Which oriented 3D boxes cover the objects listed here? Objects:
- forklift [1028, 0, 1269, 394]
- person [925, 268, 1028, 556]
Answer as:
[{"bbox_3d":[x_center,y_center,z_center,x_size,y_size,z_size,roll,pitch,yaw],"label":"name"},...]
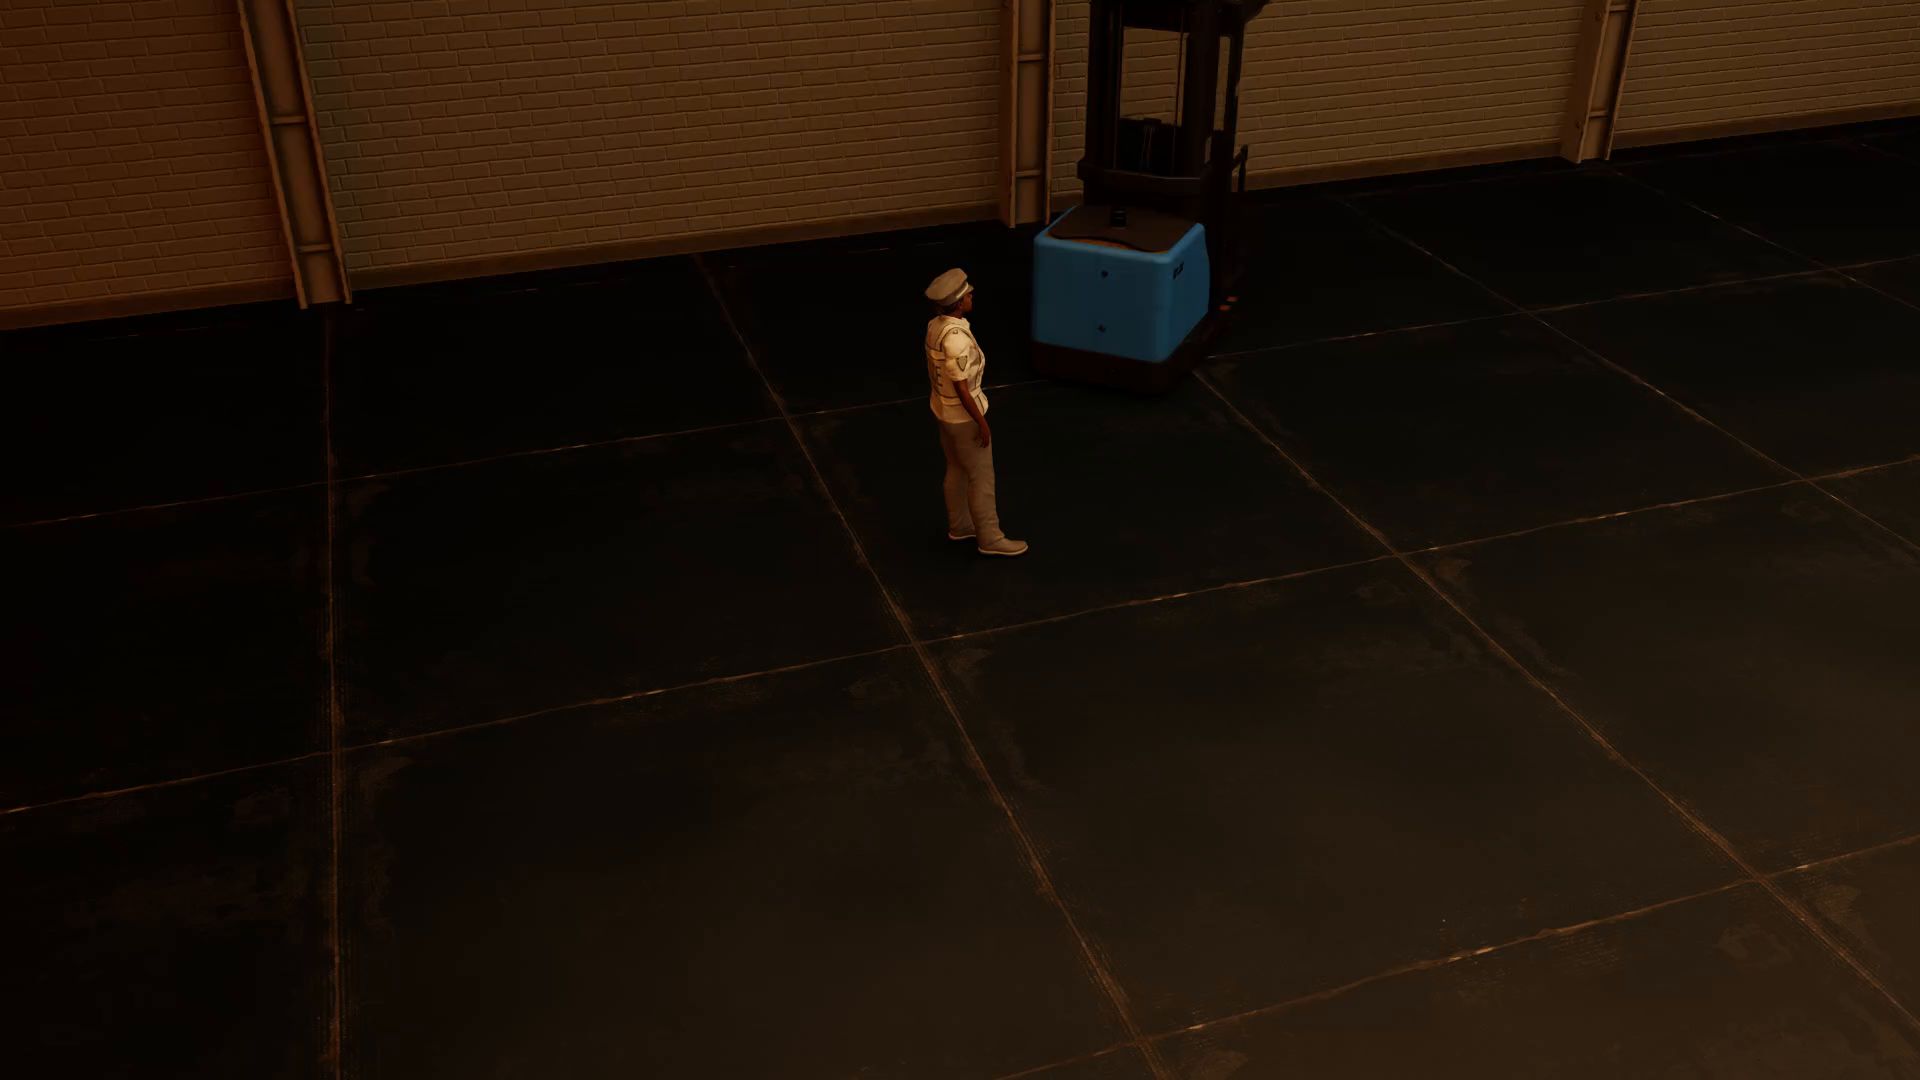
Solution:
[{"bbox_3d":[1.563,-3.008,12.315,1.130,2.935,3.031,13,32,21],"label":"forklift"},{"bbox_3d":[0.077,-0.743,9.604,0.530,1.695,0.570,-10,31,-16],"label":"person"}]
